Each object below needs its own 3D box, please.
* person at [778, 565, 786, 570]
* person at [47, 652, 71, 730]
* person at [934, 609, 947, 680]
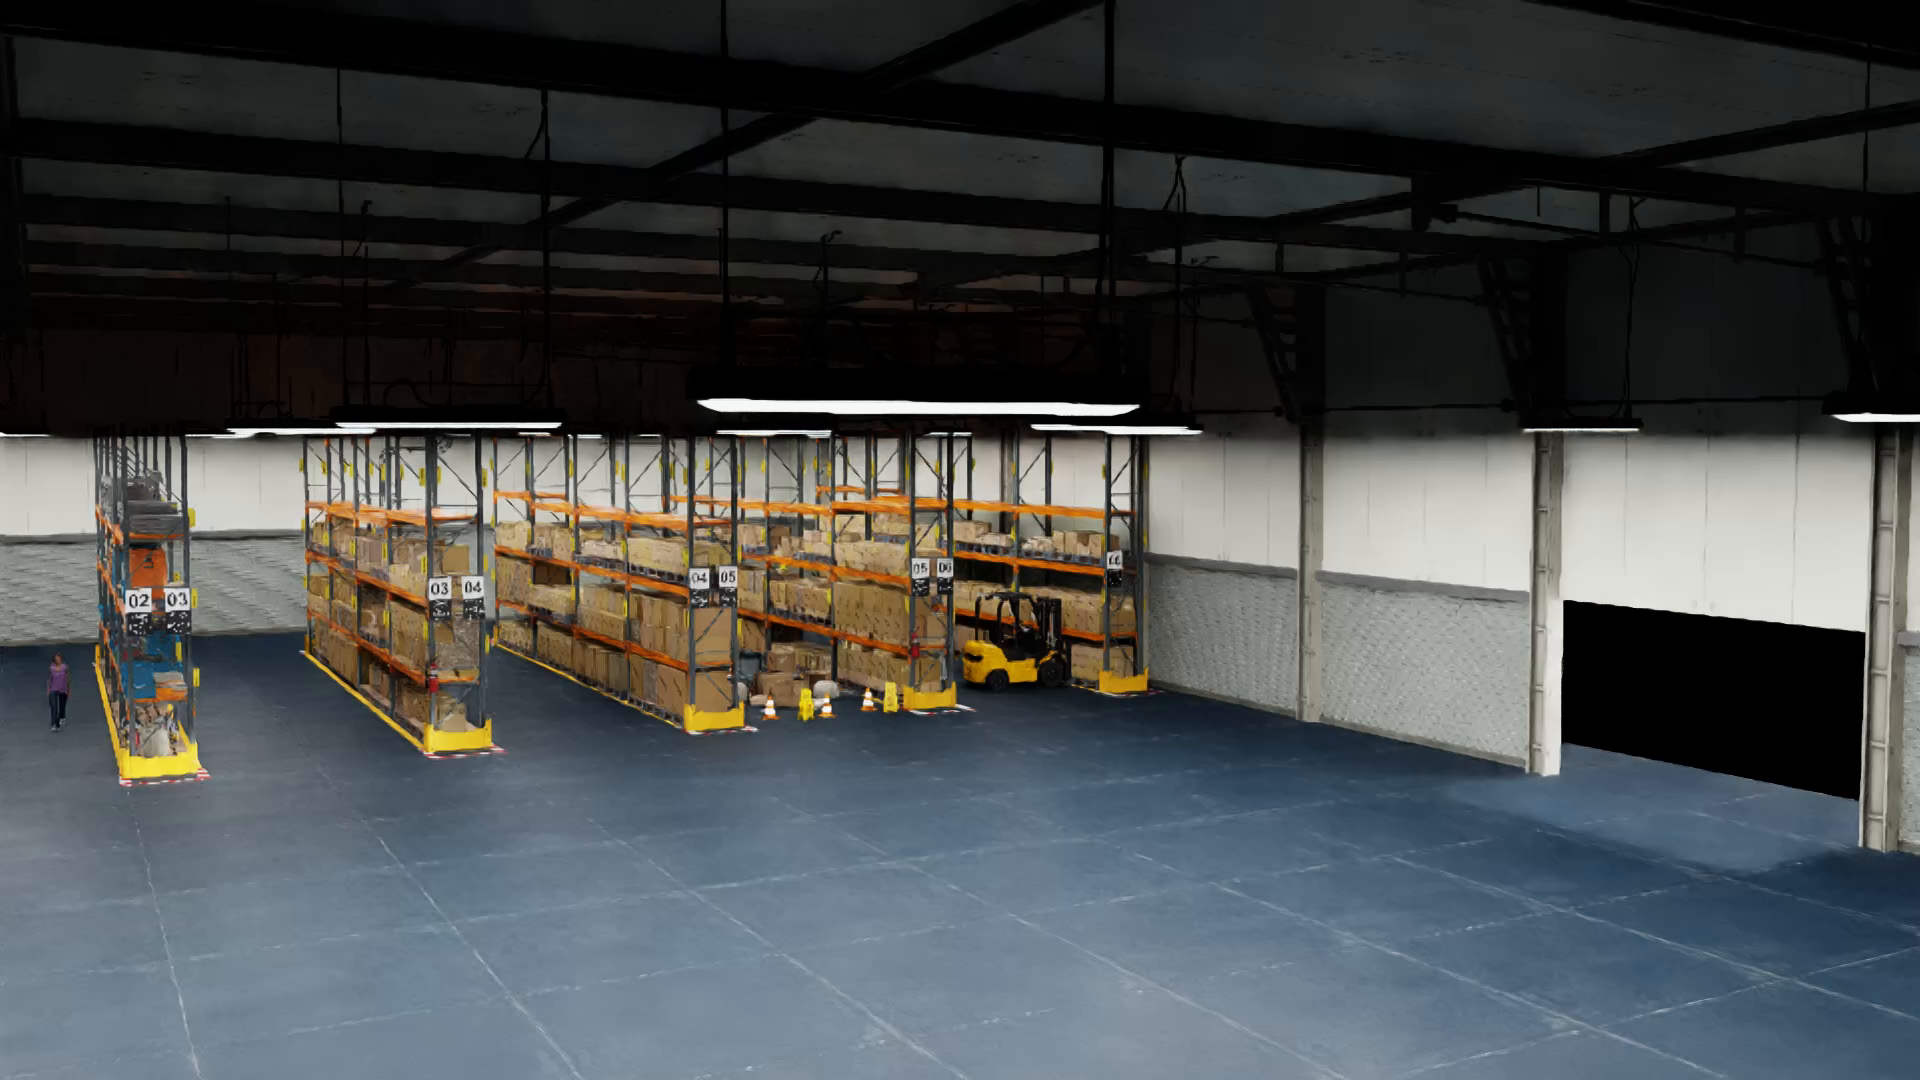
[{"bbox_3d":[-5.557,1.661,52.787,0.659,1.759,0.540,2,4,34],"label":"person"},{"bbox_3d":[-17.804,2.958,32.880,0.415,1.517,1.042,-2,4,-31],"label":"person"},{"bbox_3d":[-0.541,2.480,39.557,0.477,1.672,0.487,0,3,1],"label":"person"}]
